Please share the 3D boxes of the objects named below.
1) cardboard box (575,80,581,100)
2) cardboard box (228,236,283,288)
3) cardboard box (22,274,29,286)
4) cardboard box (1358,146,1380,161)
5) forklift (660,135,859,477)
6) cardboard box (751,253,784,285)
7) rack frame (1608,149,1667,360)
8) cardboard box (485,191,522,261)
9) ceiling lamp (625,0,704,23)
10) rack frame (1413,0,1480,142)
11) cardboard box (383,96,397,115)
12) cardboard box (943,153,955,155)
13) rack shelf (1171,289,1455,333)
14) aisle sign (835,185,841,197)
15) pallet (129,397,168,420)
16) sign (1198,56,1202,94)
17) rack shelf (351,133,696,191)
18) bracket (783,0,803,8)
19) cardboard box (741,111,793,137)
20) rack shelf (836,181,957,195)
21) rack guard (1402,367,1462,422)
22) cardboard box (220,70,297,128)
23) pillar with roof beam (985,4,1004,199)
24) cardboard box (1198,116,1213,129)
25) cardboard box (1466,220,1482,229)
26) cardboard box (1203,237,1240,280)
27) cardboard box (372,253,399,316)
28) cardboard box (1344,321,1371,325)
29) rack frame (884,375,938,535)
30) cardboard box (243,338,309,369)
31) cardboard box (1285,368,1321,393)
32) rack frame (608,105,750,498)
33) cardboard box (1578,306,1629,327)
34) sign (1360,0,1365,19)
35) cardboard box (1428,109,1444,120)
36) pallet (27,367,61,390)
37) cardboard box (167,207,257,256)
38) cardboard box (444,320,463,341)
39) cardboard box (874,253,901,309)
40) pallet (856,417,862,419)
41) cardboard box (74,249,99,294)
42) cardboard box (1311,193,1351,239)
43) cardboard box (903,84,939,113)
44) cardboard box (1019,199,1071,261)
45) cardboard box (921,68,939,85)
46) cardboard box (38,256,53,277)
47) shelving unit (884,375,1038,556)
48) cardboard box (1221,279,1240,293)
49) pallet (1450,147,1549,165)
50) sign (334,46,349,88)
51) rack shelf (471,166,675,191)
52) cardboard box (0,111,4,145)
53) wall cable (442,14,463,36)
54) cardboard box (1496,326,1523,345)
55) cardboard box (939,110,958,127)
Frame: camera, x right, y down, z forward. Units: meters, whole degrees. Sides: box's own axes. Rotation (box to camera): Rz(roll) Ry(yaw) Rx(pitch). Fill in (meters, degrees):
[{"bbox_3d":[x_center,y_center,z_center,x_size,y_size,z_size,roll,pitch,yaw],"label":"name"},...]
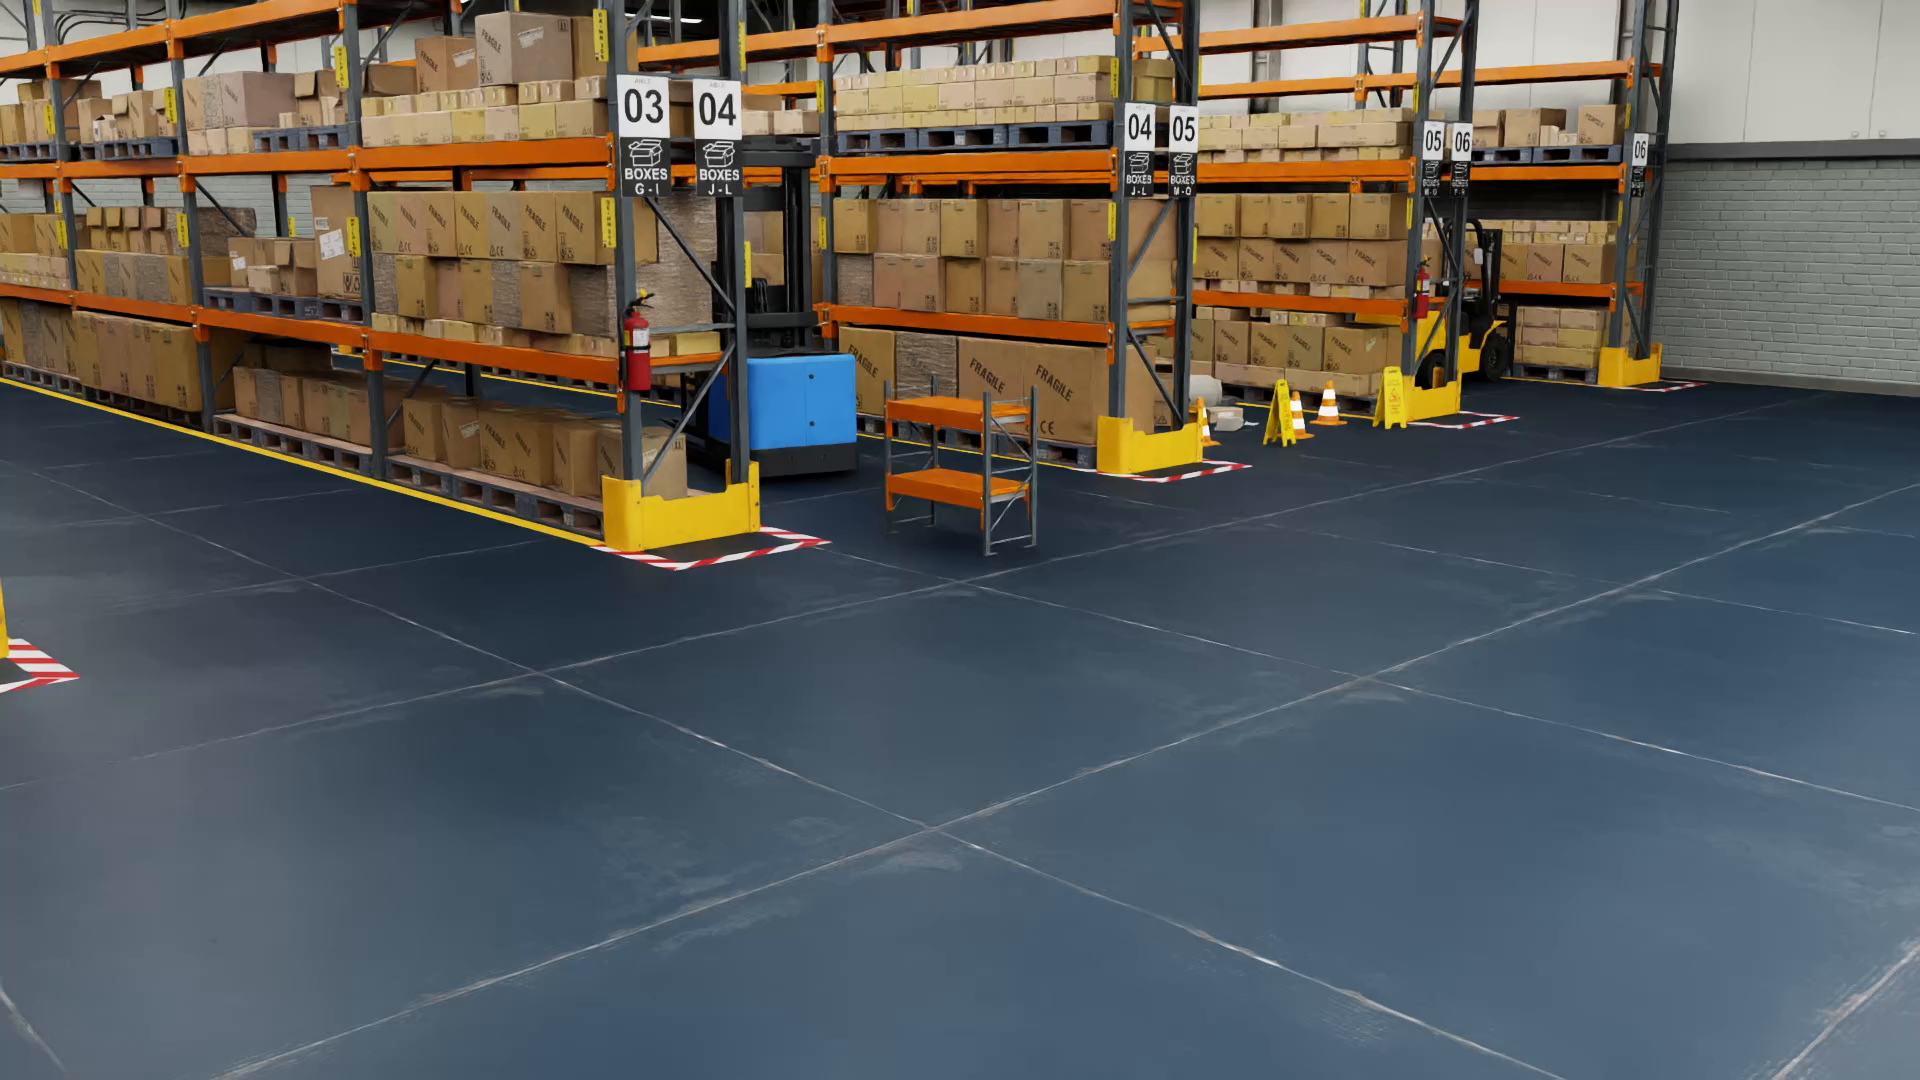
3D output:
[{"bbox_3d":[-2.447,-3.117,11.556,0.250,0.149,0.380,11,16,43],"label":"cardboard box"},{"bbox_3d":[-7.057,-2.823,16.893,0.500,0.500,0.500,9,15,38],"label":"cardboard box"},{"bbox_3d":[-11.732,-3.326,21.246,0.380,0.149,0.250,-11,16,-42],"label":"cardboard box"},{"bbox_3d":[4.589,-4.246,18.278,0.380,0.149,0.250,-11,16,-42],"label":"cardboard box"},{"bbox_3d":[-2.023,-2.208,15.364,1.130,2.935,3.031,-6,13,-27],"label":"forklift"},{"bbox_3d":[-1.942,-2.896,18.288,0.500,0.500,0.500,-11,16,-43],"label":"cardboard box"},{"bbox_3d":[8.821,-3.548,21.697,1.000,3.000,0.127,-11,16,-43],"label":"rack frame"},{"bbox_3d":[-3.186,-2.350,12.422,0.500,0.500,0.500,-11,16,-43],"label":"cardboard box"},{"bbox_3d":[-5.764,-11.747,32.161,2.000,3.185,0.800,-11,16,-43],"label":"ceiling lamp"},{"bbox_3d":[5.233,-5.794,17.732,1.000,3.000,0.127,-11,16,-43],"label":"rack frame"},{"bbox_3d":[-4.462,-3.529,13.559,0.250,0.149,0.380,11,16,42],"label":"cardboard box"},{"bbox_3d":[-0.021,-5.319,23.196,0.396,0.266,0.258,-11,16,-43],"label":"cardboard box"},{"bbox_3d":[3.852,-2.795,19.827,1.077,0.370,4.000,-11,16,-43],"label":"rack shelf"},{"bbox_3d":[-2.488,-7.125,32.619,0.394,0.787,0.004,-11,16,-43],"label":"aisle sign"},{"bbox_3d":[-8.787,-1.580,19.056,1.003,0.211,1.213,-11,16,-43],"label":"pallet"},{"bbox_3d":[2.128,-4.163,14.890,0.100,0.325,0.005,-11,16,-43],"label":"sign"},{"bbox_3d":[-3.315,-2.883,12.821,1.077,0.370,4.000,-11,16,-43],"label":"rack shelf"},{"bbox_3d":[-3.409,-10.993,34.048,0.235,0.232,0.430,-11,16,-43],"label":"bracket"},{"bbox_3d":[-2.051,-4.535,18.137,0.500,0.250,0.500,-11,16,-43],"label":"cardboard box"},{"bbox_3d":[-0.848,-6.708,31.384,1.077,0.370,4.000,-11,16,-43],"label":"rack shelf"},{"bbox_3d":[5.181,-1.642,18.643,1.175,0.500,0.348,-11,16,-43],"label":"rack guard"},{"bbox_3d":[-6.620,-4.154,15.718,0.500,0.500,0.500,11,16,44],"label":"cardboard box"},{"bbox_3d":[-2.409,-7.865,27.783,9.100,9.000,0.400,-11,16,-43],"label":"pillar with roof beam"},{"bbox_3d":[2.991,-4.969,19.807,0.380,0.149,0.250,-11,16,-43],"label":"cardboard box"},{"bbox_3d":[7.196,-4.345,22.975,0.380,0.149,0.250,-11,16,-42],"label":"cardboard box"},{"bbox_3d":[3.274,-3.386,19.926,0.500,0.500,0.500,-11,16,-43],"label":"cardboard box"},{"bbox_3d":[-4.431,-2.179,14.067,0.875,0.500,0.500,-11,16,-43],"label":"cardboard box"},{"bbox_3d":[4.495,-2.317,19.639,0.500,0.500,0.500,11,16,43],"label":"cardboard box"},{"bbox_3d":[-0.356,-0.626,12.163,0.500,1.125,0.032,-11,16,-43],"label":"rack frame"},{"bbox_3d":[-6.975,-1.907,16.979,0.500,0.250,0.500,-10,15,-40],"label":"cardboard box"},{"bbox_3d":[4.128,-1.872,19.335,0.500,0.250,0.500,-11,16,-42],"label":"cardboard box"},{"bbox_3d":[-1.934,-1.474,11.634,1.000,3.000,0.127,-11,16,-43],"label":"rack frame"},{"bbox_3d":[8.626,-2.993,22.300,0.500,0.250,0.500,-11,16,-43],"label":"cardboard box"},{"bbox_3d":[5.674,-7.489,23.448,0.100,0.325,0.005,-11,16,-43],"label":"sign"},{"bbox_3d":[5.135,-4.672,18.369,0.380,0.149,0.250,-11,16,-43],"label":"cardboard box"},{"bbox_3d":[-11.537,-2.160,21.872,1.003,0.211,1.213,-11,16,-43],"label":"pallet"},{"bbox_3d":[-7.952,-3.291,17.719,0.797,0.503,0.637,-10,15,-41],"label":"cardboard box"},{"bbox_3d":[-3.885,-1.683,13.269,0.380,0.149,0.250,-11,16,-43],"label":"cardboard box"},{"bbox_3d":[-0.380,-2.679,17.108,0.875,0.550,0.550,-11,16,-43],"label":"cardboard box"},{"bbox_3d":[-1.627,-1.471,18.528,1.003,0.211,1.213,-11,16,-43],"label":"pallet"},{"bbox_3d":[-10.084,-3.173,19.630,0.500,0.500,0.500,-11,16,-42],"label":"cardboard box"},{"bbox_3d":[4.378,-3.659,18.774,0.700,0.500,0.500,-11,16,-42],"label":"cardboard box"},{"bbox_3d":[-0.206,-4.273,16.132,0.500,0.250,0.500,-11,16,-43],"label":"cardboard box"},{"bbox_3d":[1.048,-2.880,15.410,0.875,0.550,0.550,-11,16,-43],"label":"cardboard box"},{"bbox_3d":[-0.154,-4.440,15.952,0.380,0.149,0.250,-11,16,-43],"label":"cardboard box"},{"bbox_3d":[-11.075,-3.401,20.620,0.500,0.250,0.500,-10,15,-41],"label":"cardboard box"},{"bbox_3d":[-0.005,-0.552,11.803,0.538,1.125,1.048,-11,16,-43],"label":"shelving unit"},{"bbox_3d":[3.333,-3.037,19.844,0.380,0.149,0.250,-11,16,-42],"label":"cardboard box"},{"bbox_3d":[7.504,-5.258,22.786,1.003,0.211,1.213,-11,16,-43],"label":"pallet"},{"bbox_3d":[-5.096,-3.896,13.695,0.100,0.325,0.005,-11,16,-43],"label":"sign"},{"bbox_3d":[-5.183,-4.727,21.771,1.077,0.370,4.000,-11,16,-43],"label":"rack shelf"},{"bbox_3d":[-12.284,-5.415,21.791,0.500,0.500,0.700,11,16,43],"label":"cardboard box"},{"bbox_3d":[-9.948,-8.920,32.905,0.463,3.000,0.029,-11,16,-43],"label":"wall cable"},{"bbox_3d":[7.548,-2.826,22.729,0.500,0.250,0.500,-11,16,-44],"label":"cardboard box"},{"bbox_3d":[0.016,-4.013,15.856,0.380,0.149,0.250,-11,16,-42],"label":"cardboard box"}]
